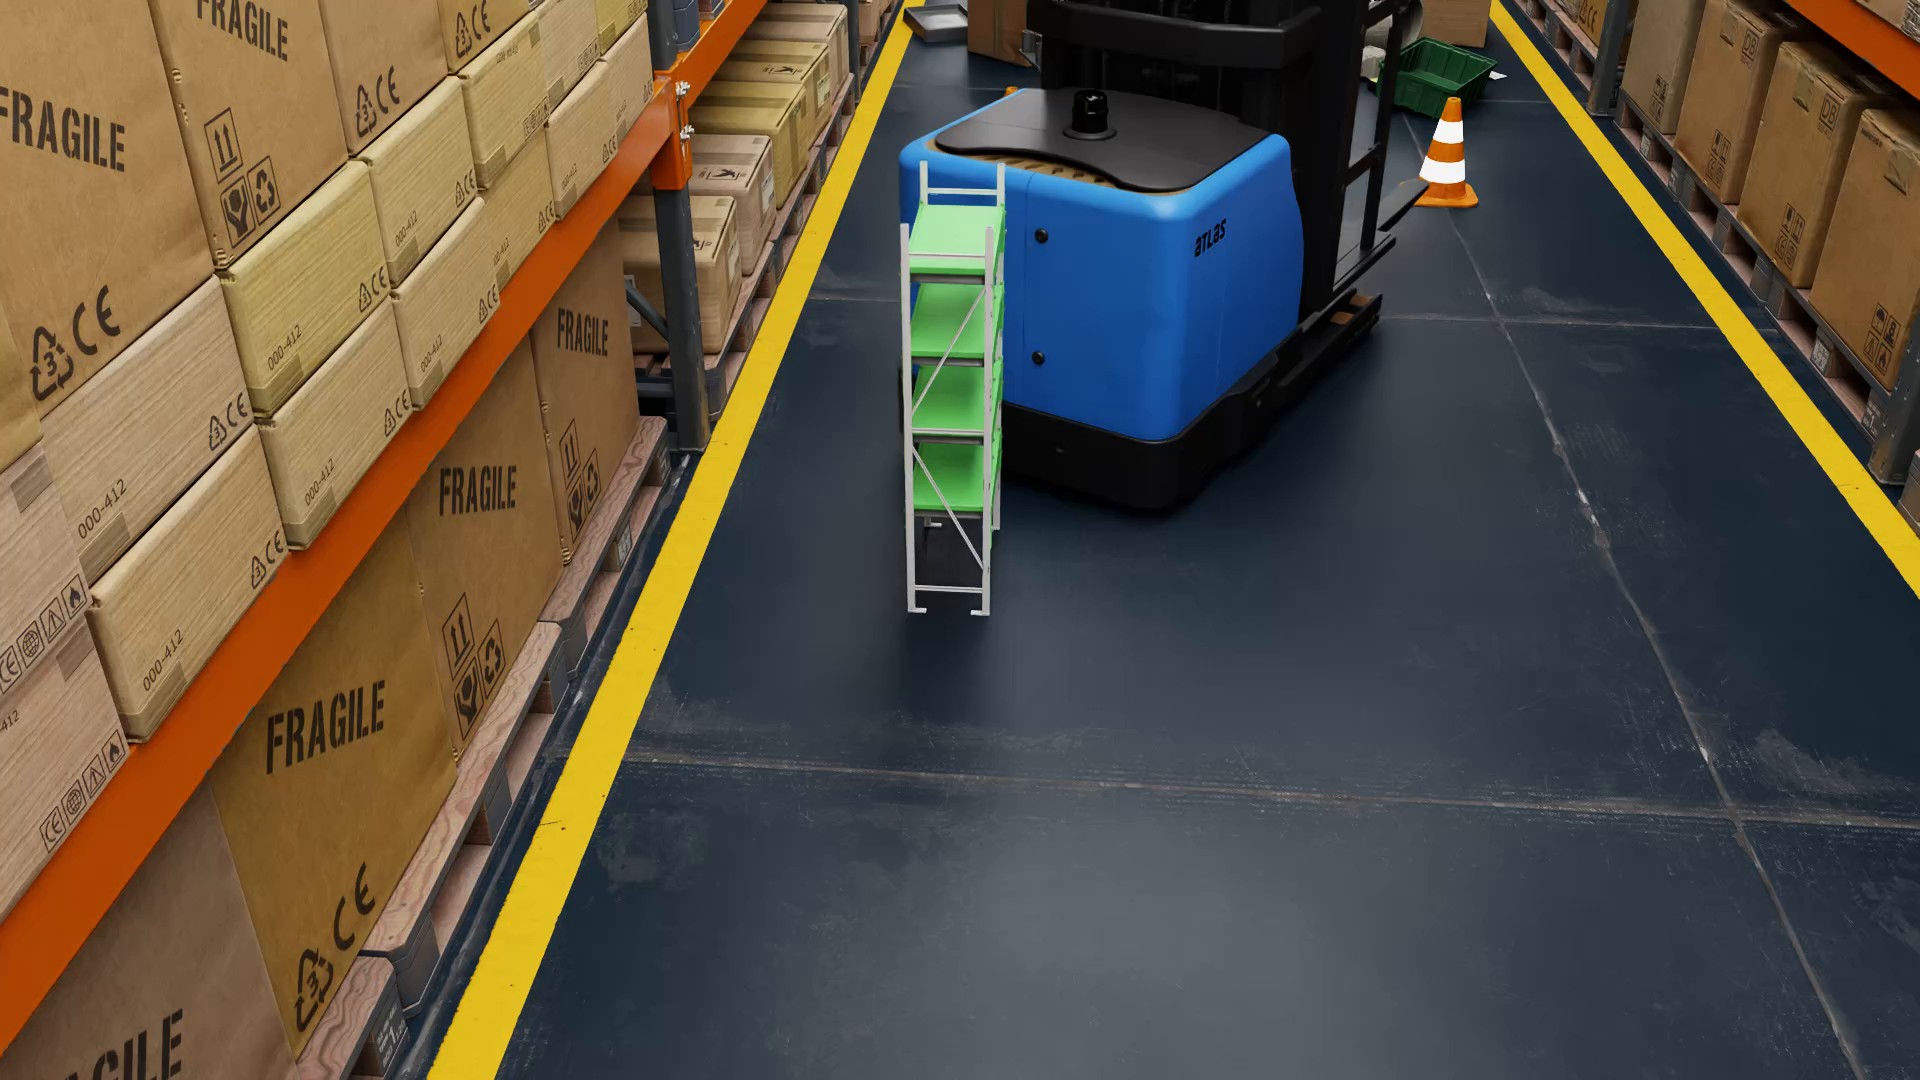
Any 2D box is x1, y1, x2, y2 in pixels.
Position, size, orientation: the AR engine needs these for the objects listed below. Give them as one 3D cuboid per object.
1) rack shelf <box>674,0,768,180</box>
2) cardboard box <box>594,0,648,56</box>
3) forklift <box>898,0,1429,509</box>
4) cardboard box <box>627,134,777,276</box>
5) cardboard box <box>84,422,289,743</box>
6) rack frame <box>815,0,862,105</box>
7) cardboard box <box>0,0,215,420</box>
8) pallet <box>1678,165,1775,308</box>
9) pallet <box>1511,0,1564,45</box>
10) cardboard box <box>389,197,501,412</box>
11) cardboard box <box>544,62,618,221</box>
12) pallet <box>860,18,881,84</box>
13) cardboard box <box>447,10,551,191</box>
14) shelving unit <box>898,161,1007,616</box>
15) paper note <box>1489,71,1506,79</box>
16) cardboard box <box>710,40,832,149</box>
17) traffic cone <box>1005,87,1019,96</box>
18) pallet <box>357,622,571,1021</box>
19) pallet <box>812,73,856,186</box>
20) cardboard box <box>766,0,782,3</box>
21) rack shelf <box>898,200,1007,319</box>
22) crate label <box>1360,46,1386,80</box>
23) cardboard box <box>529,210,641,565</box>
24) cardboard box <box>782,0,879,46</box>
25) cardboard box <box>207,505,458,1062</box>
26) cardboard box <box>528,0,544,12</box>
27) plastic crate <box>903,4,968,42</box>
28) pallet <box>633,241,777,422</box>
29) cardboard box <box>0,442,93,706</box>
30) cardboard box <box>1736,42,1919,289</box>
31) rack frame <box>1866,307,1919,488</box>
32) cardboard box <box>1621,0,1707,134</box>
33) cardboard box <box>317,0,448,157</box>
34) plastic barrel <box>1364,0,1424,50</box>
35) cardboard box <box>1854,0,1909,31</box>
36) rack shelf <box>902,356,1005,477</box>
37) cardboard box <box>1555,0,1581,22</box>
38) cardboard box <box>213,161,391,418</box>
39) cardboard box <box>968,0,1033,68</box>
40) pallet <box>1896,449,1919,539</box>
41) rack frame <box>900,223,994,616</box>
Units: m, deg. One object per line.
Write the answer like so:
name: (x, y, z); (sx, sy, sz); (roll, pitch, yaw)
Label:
rack shelf: (-1.212, -2.363, 6.912); (1.077, 0.370, 4.000); (2, 32, 4)
cardboard box: (-1.161, -1.509, 4.506); (0.500, 0.250, 0.500); (2, 32, 4)
forklift: (1.001, -2.080, 5.831); (1.130, 2.935, 3.031); (18, 36, 27)
cardboard box: (-1.267, -1.365, 6.711); (0.950, 0.372, 0.625); (2, 32, 3)
cardboard box: (-1.361, 0.042, 2.466); (0.500, 0.250, 0.500); (2, 32, 3)
rack frame: (-1.049, -3.715, 8.420); (1.000, 3.000, 0.127); (2, 32, 4)
cardboard box: (-1.365, -0.486, 2.130); (0.500, 0.500, 0.500); (2, 32, 4)
pallet: (3.808, -1.323, 7.196); (1.003, 0.211, 1.213); (2, 32, 4)
pallet: (4.129, -3.404, 10.572); (1.003, 0.211, 1.213); (2, 32, 4)
cardboard box: (-1.254, -0.486, 3.323); (0.500, 0.250, 0.500); (2, 32, 3)
cardboard box: (-1.183, -1.017, 4.184); (0.500, 0.250, 0.500); (3, 32, 5)
pallet: (-1.030, -2.881, 9.724); (1.003, 0.211, 1.213); (2, 32, 4)
cardboard box: (-1.221, -0.972, 3.634); (0.500, 0.250, 0.500); (2, 32, 3)
shelving unit: (-0.013, -0.424, 4.795); (0.258, 1.200, 0.503); (2, 32, 4)
paper note: (3.045, -2.683, 9.575); (0.147, 0.020, 0.142); (-20, 37, -29)
cardboard box: (-1.145, -2.125, 7.944); (0.950, 0.372, 0.625); (4, 32, 7)
traffic cone: (0.245, -1.927, 7.936); (0.336, 0.463, 0.334); (2, 32, 4)
pallet: (-1.616, 0.608, 4.061); (1.003, 0.211, 1.213); (2, 32, 4)
pallet: (-1.111, -2.121, 8.491); (1.003, 0.211, 1.213); (2, 32, 4)
cardboard box: (-1.269, -3.044, 9.551); (0.500, 0.250, 0.500); (4, 32, 6)
rack shelf: (-0.013, -0.778, 4.576); (0.258, 0.148, 0.480); (2, 32, 4)
crate label: (2.350, -2.756, 9.592); (0.298, 0.136, 0.250); (-20, 37, -29)
cardboard box: (-1.514, -0.541, 4.893); (0.875, 0.875, 0.875); (2, 32, 4)
cardboard box: (-0.732, -3.021, 9.513); (0.500, 0.250, 0.500); (1, 32, 2)
cardboard box: (-1.664, 0.393, 3.378); (0.875, 0.875, 0.875); (3, 32, 5)
cardboard box: (-1.190, -1.542, 3.845); (0.500, 0.500, 0.500); (3, 32, 5)
plastic crate: (-0.104, -3.258, 10.461); (0.402, 0.080, 0.583); (-8, 33, -13)
pallet: (-1.310, -0.845, 6.420); (1.003, 0.211, 1.213); (2, 32, 4)
cardboard box: (-1.384, 0.101, 1.894); (0.500, 0.250, 0.500); (2, 32, 3)
cardboard box: (3.774, -1.458, 6.501); (1.050, 0.750, 0.750); (3, 32, 5)
rack frame: (3.567, -1.465, 4.769); (1.000, 3.000, 0.127); (2, 32, 4)
cardboard box: (3.932, -2.450, 8.110); (1.050, 0.750, 0.750); (2, 32, 4)
cardboard box: (-1.285, -1.018, 2.995); (0.500, 0.500, 0.500); (2, 32, 3)
plastic barrel: (2.456, -3.119, 9.907); (0.512, 0.421, 0.421); (27, 41, 37)
cardboard box: (3.378, -2.016, 5.566); (0.500, 0.500, 0.500); (2, 32, 4)
rack shelf: (-0.013, -0.370, 4.828); (0.258, 0.148, 0.480); (2, 32, 4)
cardboard box: (4.083, -3.629, 9.904); (0.875, 0.875, 0.875); (3, 32, 4)
cardboard box: (-1.302, -0.436, 2.765); (0.500, 0.250, 0.500); (3, 32, 5)
cardboard box: (0.394, -3.155, 9.890); (0.500, 0.500, 0.500); (27, 41, 37)
pallet: (3.502, 0.130, 4.837); (1.003, 0.211, 1.213); (2, 32, 4)
rack frame: (-0.033, -0.297, 4.588); (0.240, 1.200, 0.015); (2, 32, 4)
